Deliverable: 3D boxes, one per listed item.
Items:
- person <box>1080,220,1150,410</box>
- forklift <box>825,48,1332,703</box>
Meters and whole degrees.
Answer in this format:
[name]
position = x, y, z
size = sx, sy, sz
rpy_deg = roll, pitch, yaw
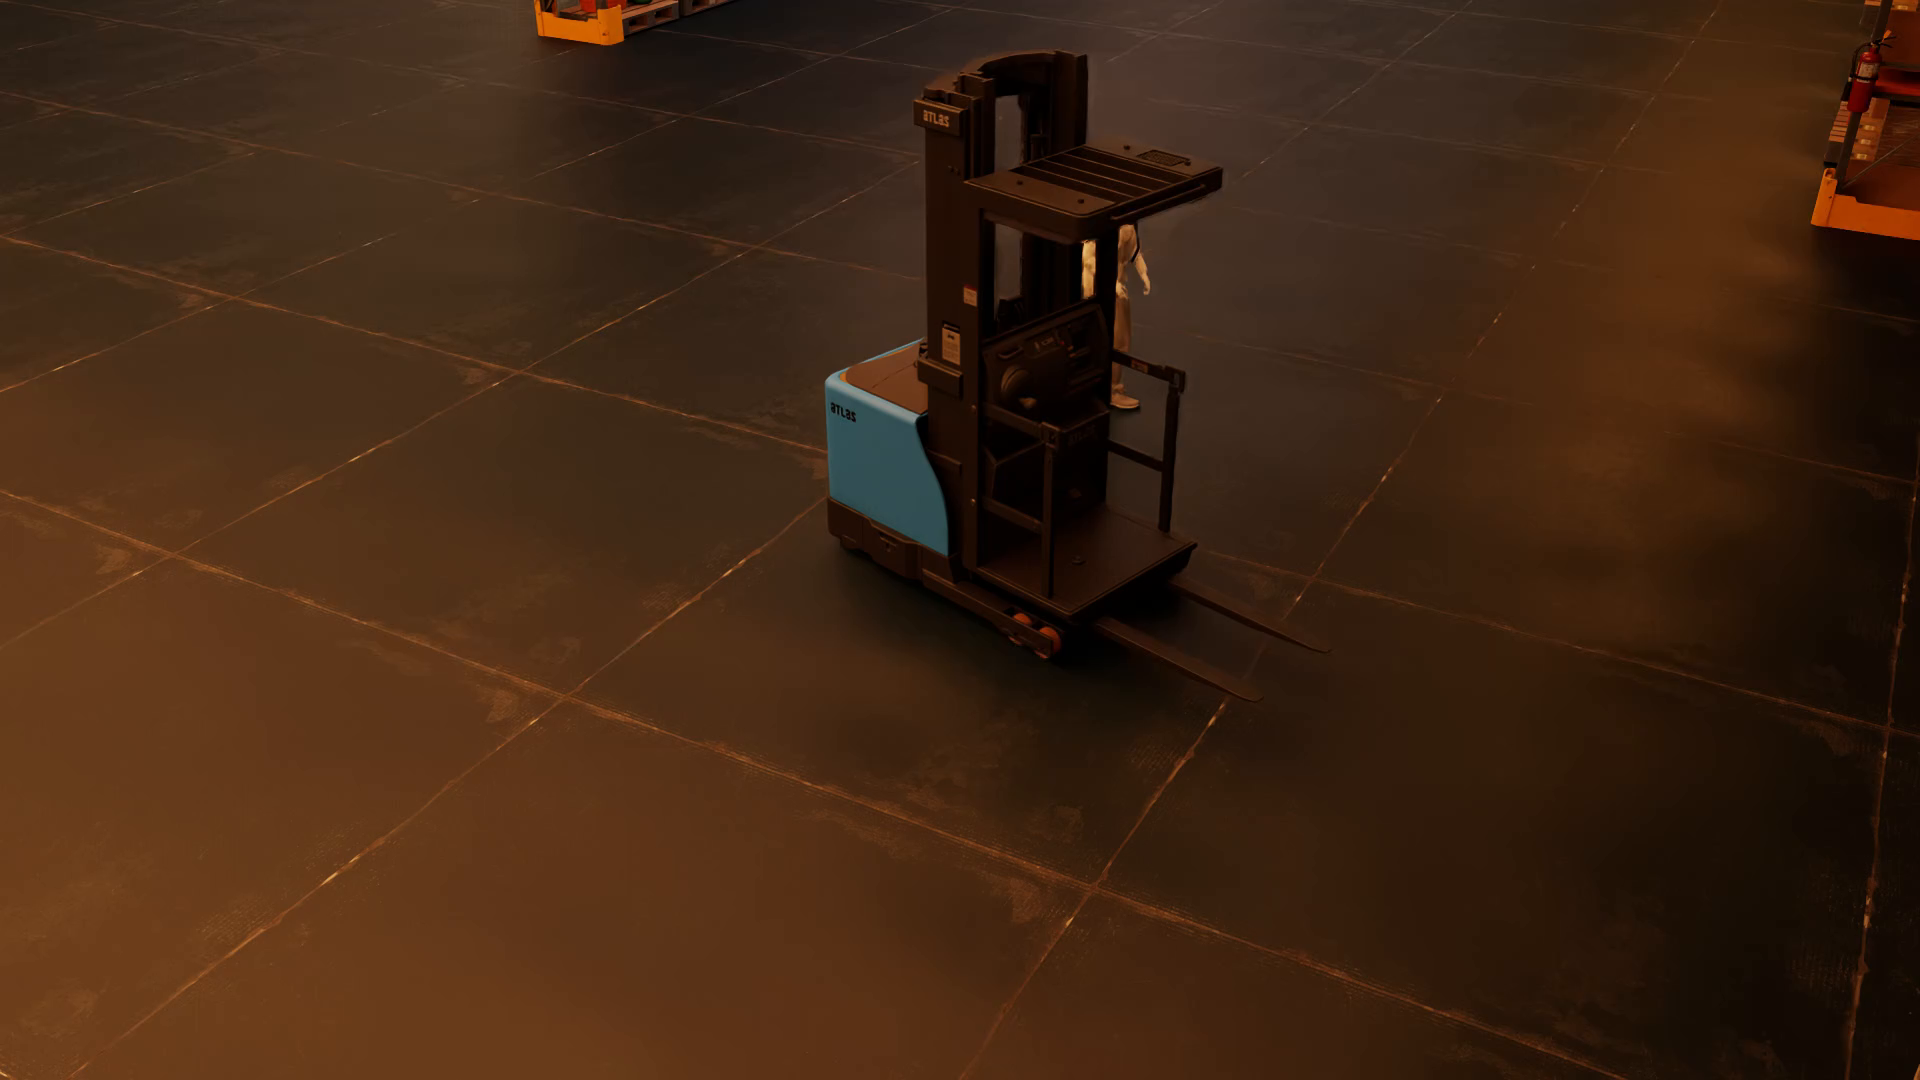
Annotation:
[person]
position = 1.081, -1.728, 11.376
size = 0.476, 1.639, 0.697
rpy_deg = 12, 32, 20
[forklift]
position = 0.614, -0.929, 8.680
size = 3.031, 2.935, 1.130
rpy_deg = 26, 39, 37
